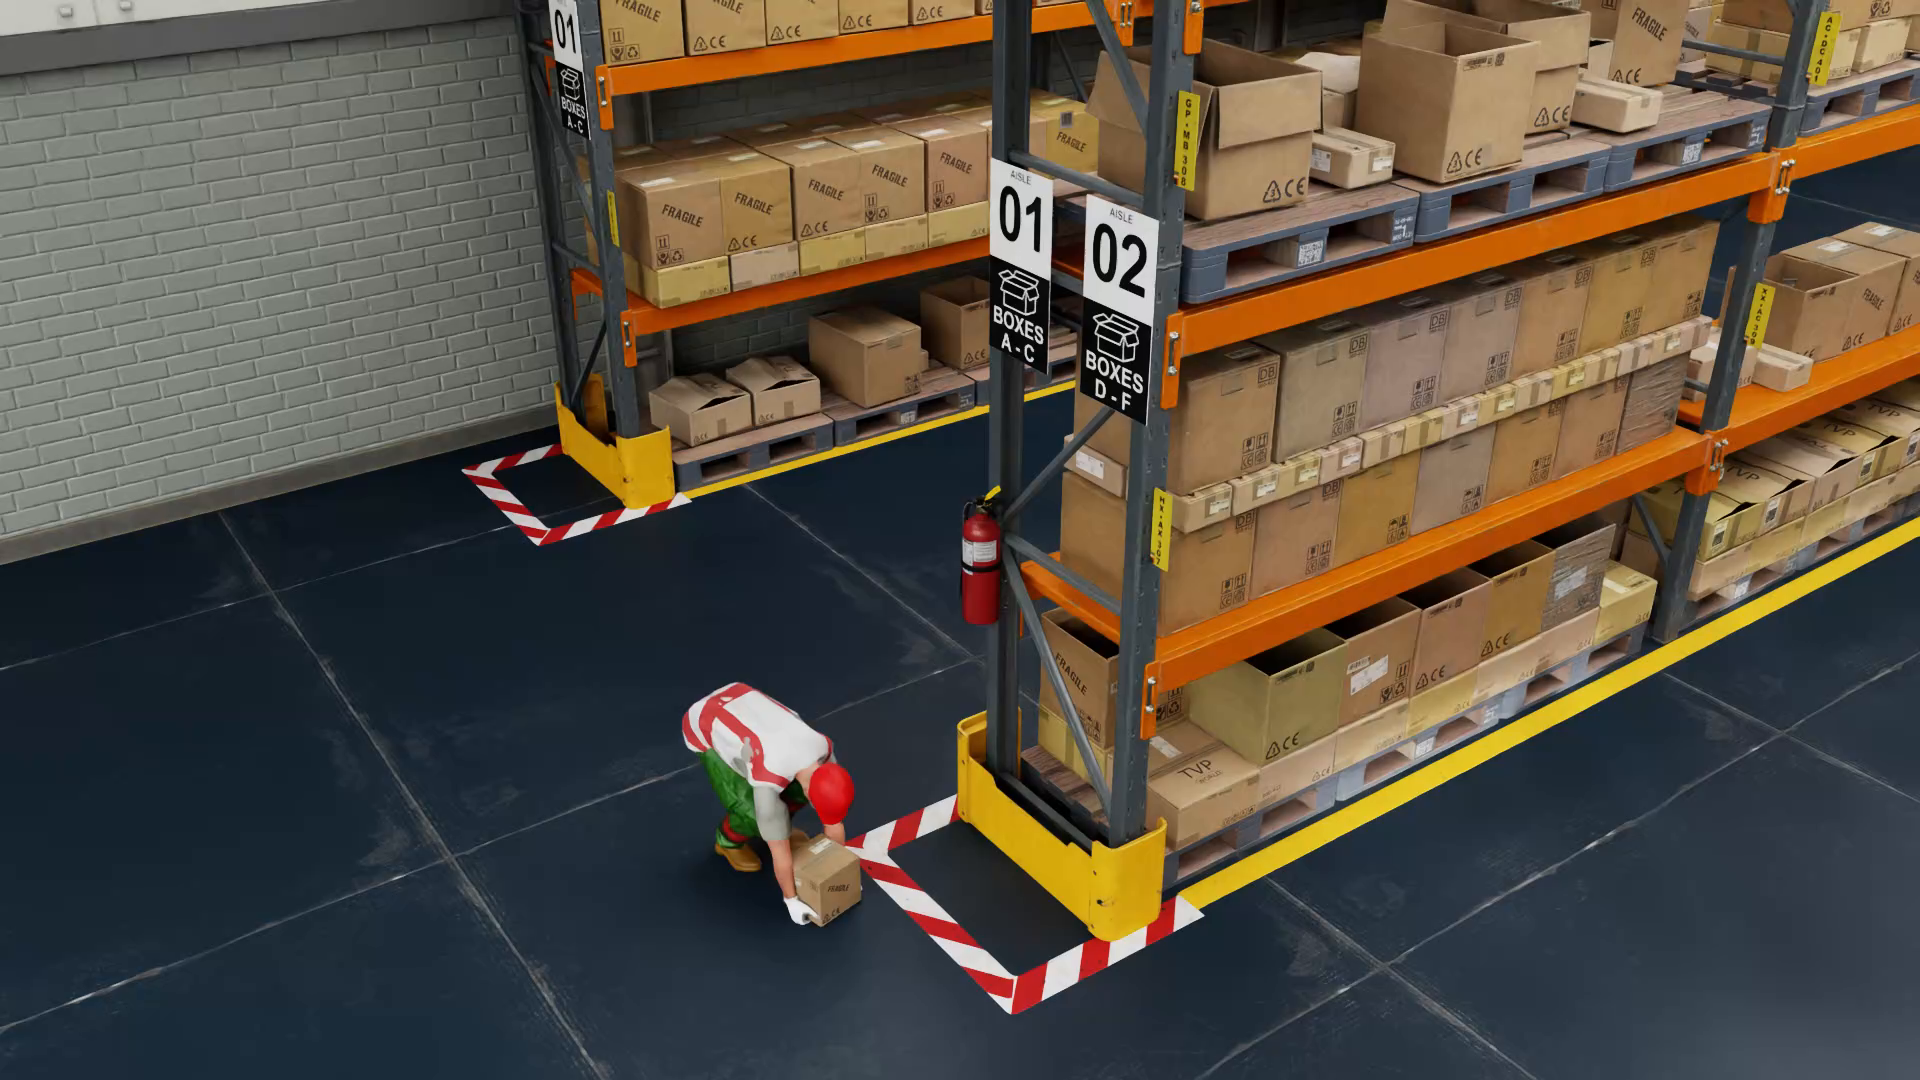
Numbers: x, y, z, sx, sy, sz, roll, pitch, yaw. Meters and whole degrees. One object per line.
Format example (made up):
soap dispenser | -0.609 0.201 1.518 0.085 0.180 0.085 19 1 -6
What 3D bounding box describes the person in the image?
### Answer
person | -0.821 1.140 7.522 0.967 0.854 0.529 22 35 35
